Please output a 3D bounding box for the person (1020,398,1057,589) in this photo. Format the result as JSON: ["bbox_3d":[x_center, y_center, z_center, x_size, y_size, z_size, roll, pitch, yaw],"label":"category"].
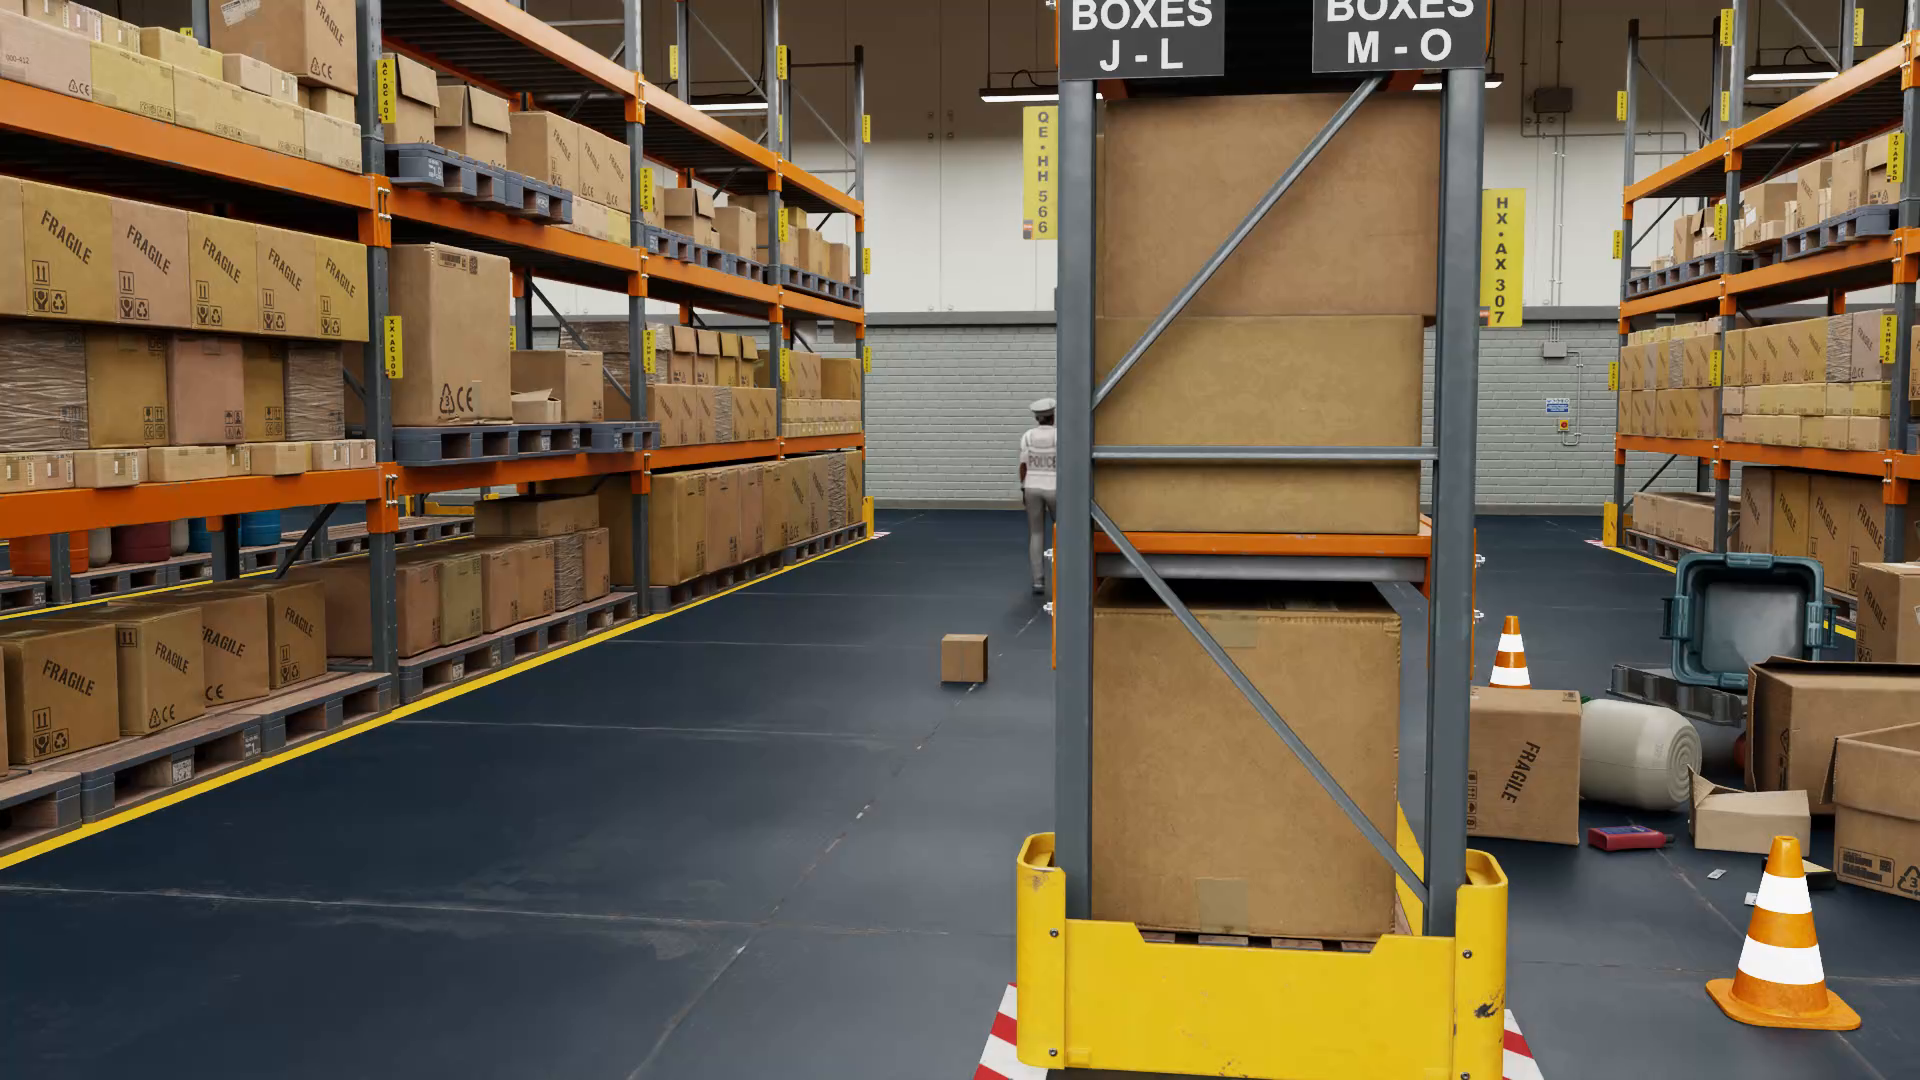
[{"bbox_3d":[0.759,-0.382,14.683,0.461,1.741,0.680,1,5,11],"label":"person"}]
